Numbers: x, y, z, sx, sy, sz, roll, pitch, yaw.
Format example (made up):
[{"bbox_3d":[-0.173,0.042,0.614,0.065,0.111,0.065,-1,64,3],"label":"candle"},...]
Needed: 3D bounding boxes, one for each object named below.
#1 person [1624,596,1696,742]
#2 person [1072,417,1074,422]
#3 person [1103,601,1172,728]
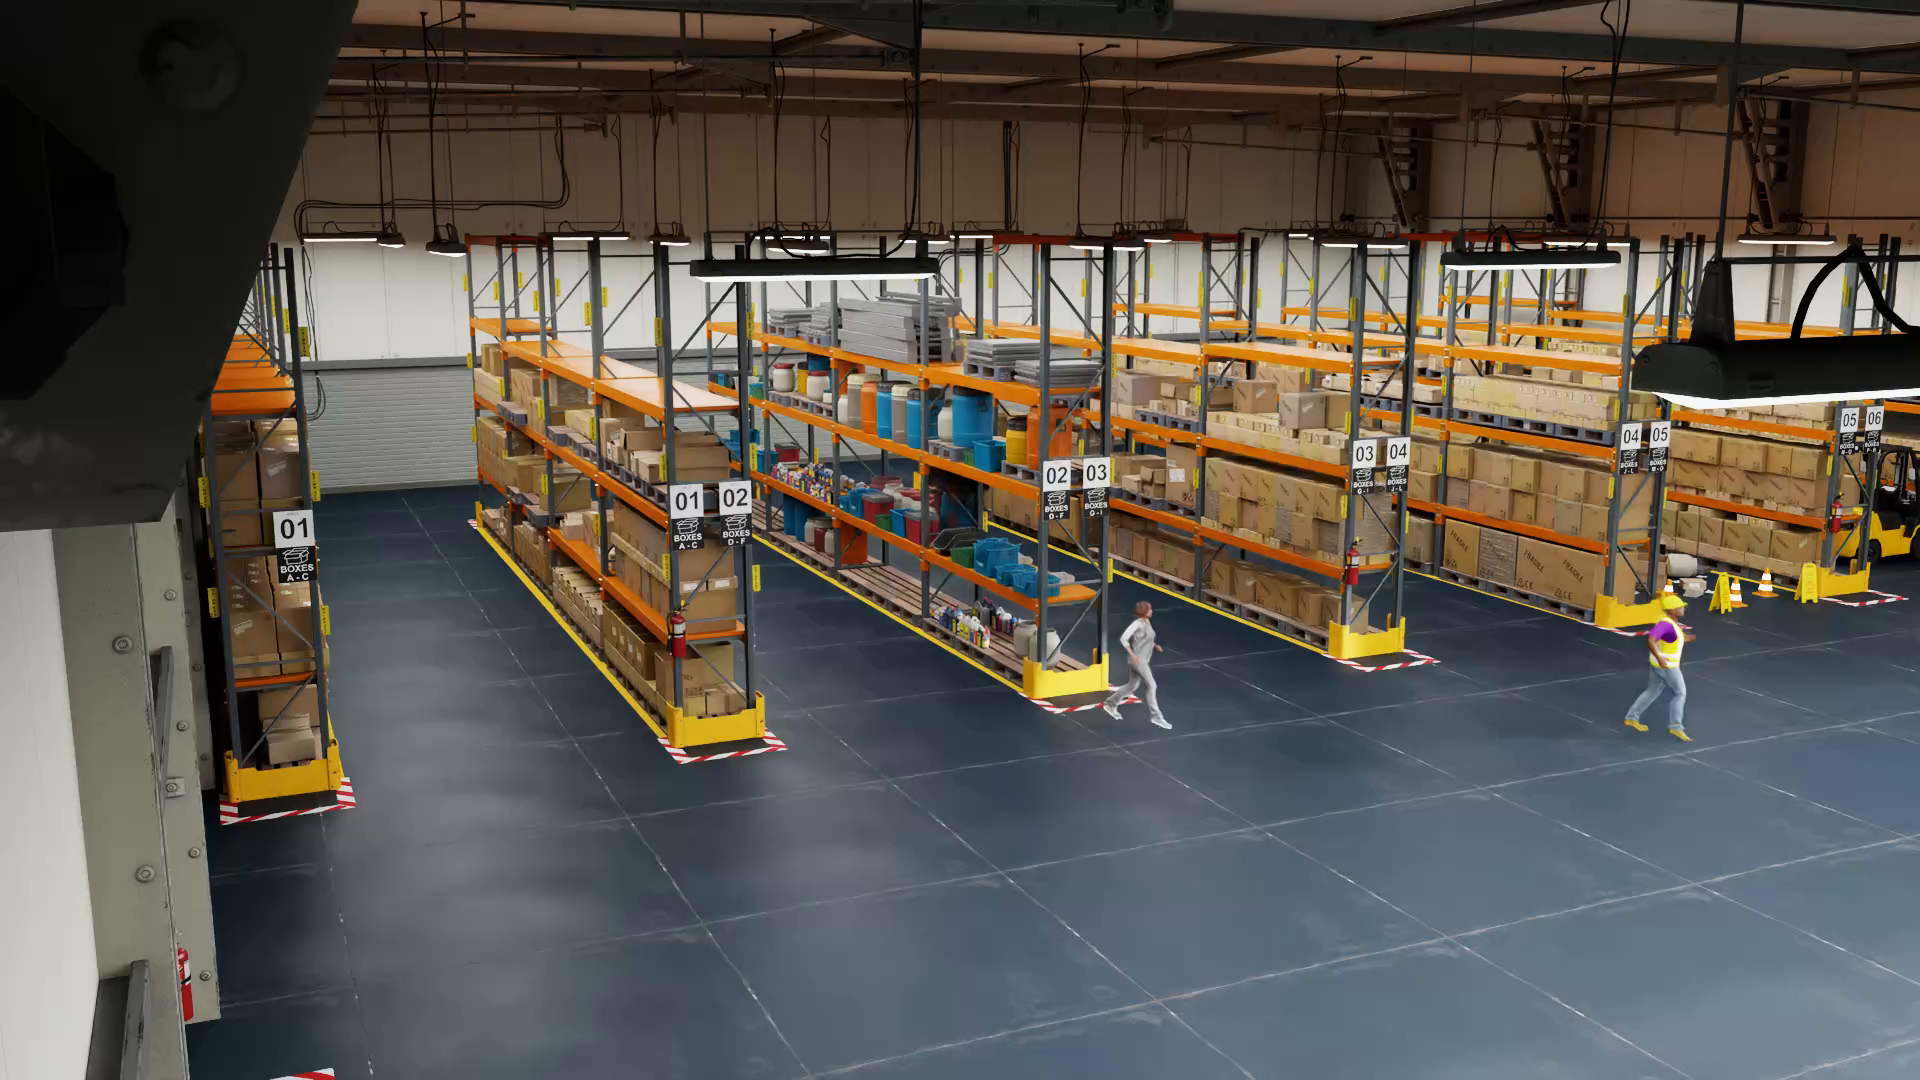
[{"bbox_3d":[8.636,1.567,20.459,0.806,1.828,0.666,2,11,9],"label":"person"},{"bbox_3d":[2.533,-2.200,40.320,0.661,1.619,0.824,6,13,29],"label":"person"},{"bbox_3d":[2.249,1.539,20.908,0.878,1.594,0.546,2,11,11],"label":"person"}]
